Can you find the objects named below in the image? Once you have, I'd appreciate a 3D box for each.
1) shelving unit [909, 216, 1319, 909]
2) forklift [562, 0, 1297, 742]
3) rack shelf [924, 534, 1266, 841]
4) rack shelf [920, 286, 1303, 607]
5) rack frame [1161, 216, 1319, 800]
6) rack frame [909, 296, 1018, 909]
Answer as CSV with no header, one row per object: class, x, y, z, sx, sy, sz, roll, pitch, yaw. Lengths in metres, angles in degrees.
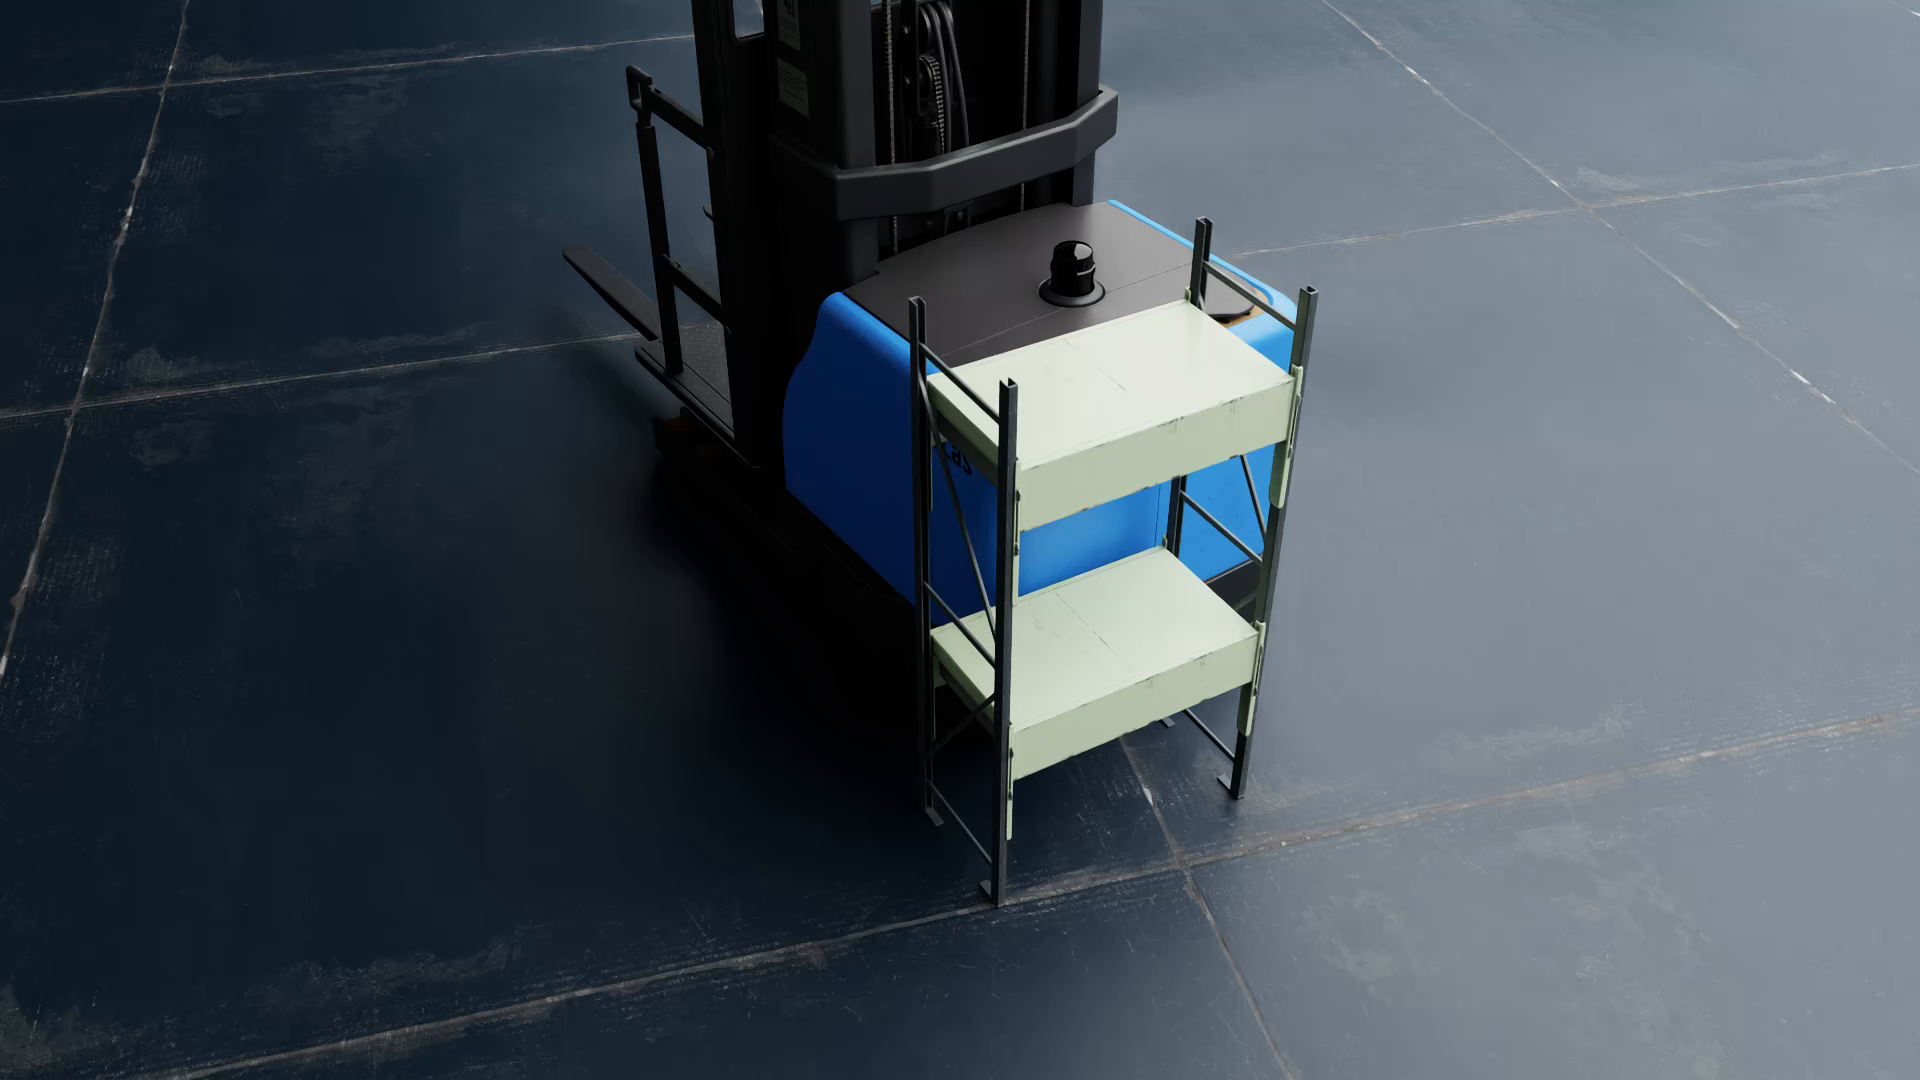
shelving unit,0.320,0.088,3.900,0.755,1.500,0.431,-19,41,-23
forklift,-0.365,-1.473,4.763,1.130,2.935,3.031,-24,43,-28
rack shelf,0.320,0.347,4.099,0.720,0.370,0.431,-19,41,-23
rack shelf,0.320,-0.222,3.663,0.720,0.370,0.431,-19,41,-23
rack frame,0.638,-0.023,4.045,0.023,1.500,0.400,-19,41,-23
rack frame,0.003,0.199,3.756,0.023,1.500,0.400,-19,41,-23
